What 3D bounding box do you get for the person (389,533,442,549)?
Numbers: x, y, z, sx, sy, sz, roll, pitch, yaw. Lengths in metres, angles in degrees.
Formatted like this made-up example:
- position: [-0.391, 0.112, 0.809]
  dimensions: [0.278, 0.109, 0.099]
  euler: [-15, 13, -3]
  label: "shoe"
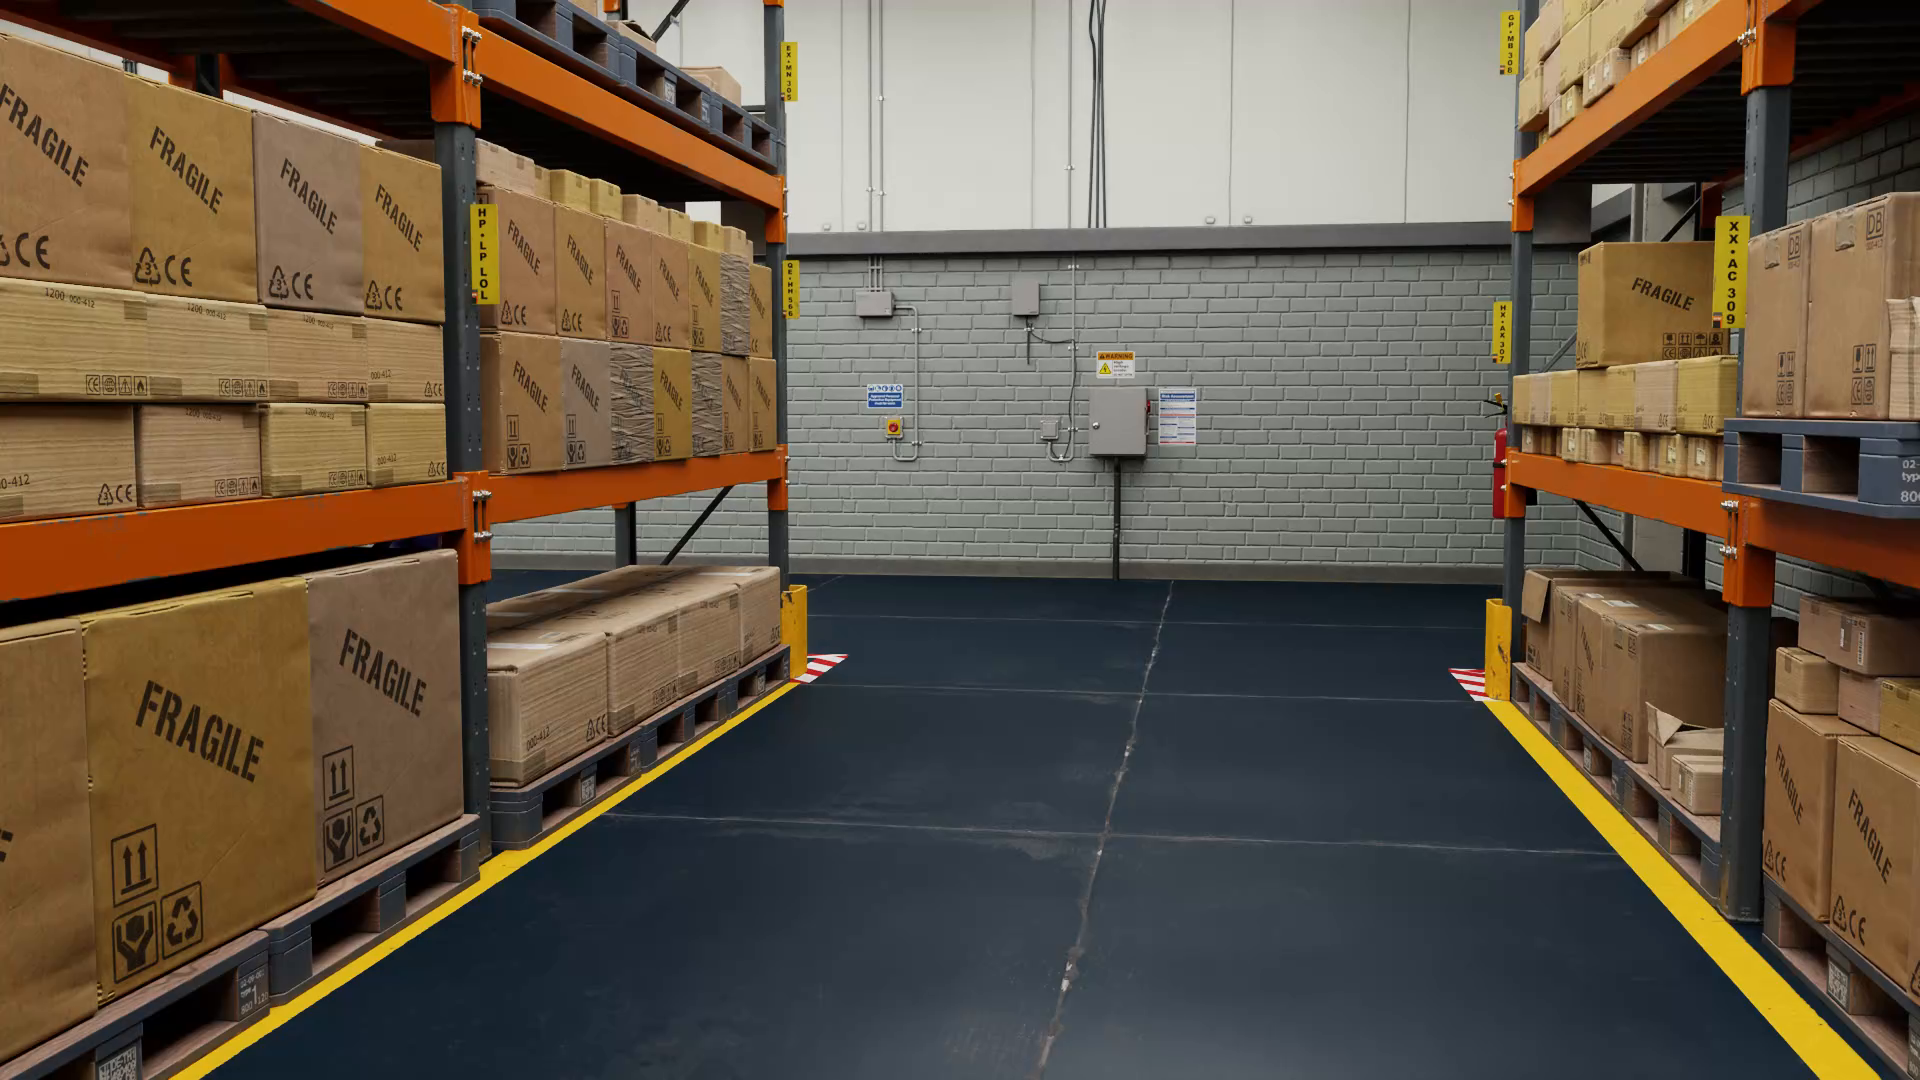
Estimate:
- position: [-3.170, -0.058, 9.793]
  dimensions: [0.587, 1.590, 0.804]
  euler: [1, 5, 15]
  label: "person"
